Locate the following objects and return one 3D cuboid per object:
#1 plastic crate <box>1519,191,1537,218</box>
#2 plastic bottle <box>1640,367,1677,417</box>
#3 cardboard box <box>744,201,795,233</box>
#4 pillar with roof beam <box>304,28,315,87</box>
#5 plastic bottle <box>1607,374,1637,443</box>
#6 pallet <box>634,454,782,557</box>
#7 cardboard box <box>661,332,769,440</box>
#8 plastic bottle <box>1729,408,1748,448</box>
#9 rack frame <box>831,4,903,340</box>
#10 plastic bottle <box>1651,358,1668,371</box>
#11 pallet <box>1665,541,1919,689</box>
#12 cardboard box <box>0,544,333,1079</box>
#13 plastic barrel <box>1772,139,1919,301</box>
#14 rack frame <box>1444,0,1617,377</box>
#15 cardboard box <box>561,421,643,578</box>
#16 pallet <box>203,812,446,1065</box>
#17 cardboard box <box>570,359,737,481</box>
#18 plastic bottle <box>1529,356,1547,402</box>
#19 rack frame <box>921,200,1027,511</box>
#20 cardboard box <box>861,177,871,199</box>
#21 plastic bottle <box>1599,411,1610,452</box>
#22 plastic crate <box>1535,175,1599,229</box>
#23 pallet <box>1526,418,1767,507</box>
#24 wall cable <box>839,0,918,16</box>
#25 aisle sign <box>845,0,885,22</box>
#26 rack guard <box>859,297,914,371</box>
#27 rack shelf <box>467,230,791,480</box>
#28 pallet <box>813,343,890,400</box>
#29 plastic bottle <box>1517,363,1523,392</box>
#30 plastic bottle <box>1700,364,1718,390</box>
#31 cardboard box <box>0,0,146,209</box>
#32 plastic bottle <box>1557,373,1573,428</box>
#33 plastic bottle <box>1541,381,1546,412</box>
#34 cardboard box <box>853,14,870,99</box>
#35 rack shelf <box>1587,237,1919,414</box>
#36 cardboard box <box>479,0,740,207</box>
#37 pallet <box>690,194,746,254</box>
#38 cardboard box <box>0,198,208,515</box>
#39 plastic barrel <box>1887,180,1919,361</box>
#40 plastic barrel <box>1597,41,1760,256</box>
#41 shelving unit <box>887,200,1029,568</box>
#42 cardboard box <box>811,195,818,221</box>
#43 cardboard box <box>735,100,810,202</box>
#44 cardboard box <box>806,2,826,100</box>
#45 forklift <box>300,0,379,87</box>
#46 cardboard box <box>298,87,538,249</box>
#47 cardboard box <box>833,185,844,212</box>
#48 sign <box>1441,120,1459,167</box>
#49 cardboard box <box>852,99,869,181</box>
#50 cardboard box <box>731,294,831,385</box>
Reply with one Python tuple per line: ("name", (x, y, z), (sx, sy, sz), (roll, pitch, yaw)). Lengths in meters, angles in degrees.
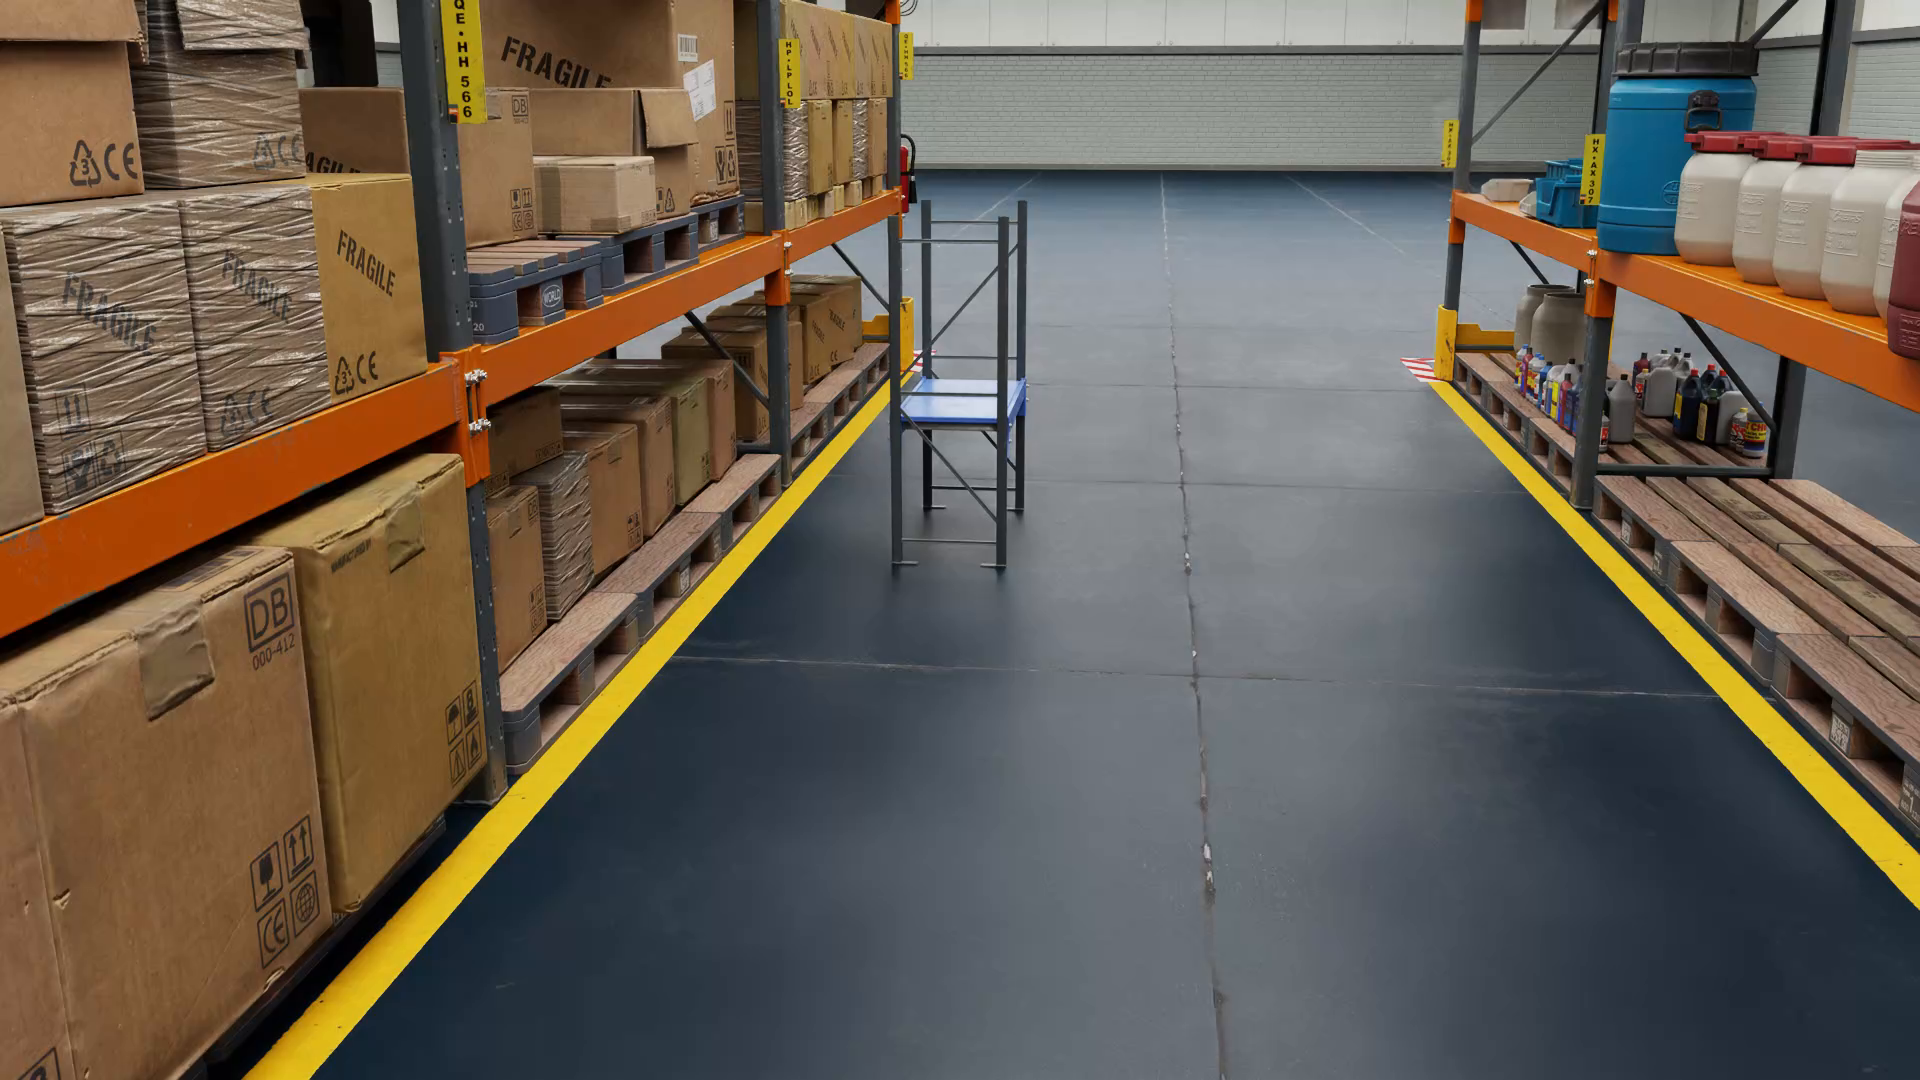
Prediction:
("plastic crate", (3.468, -1.896, 9.432), (0.530, 0.136, 0.437), (2, 15, 6))
("plastic bottle", (3.959, -0.846, 9.421), (0.152, 0.276, 0.135), (2, 15, 6))
("cardboard box", (-1.062, -1.666, 8.558), (0.380, 0.149, 0.250), (2, 15, 6))
("pillar with roof beam", (-9.702, -12.055, 35.004), (9.100, 9.000, 0.400), (2, 15, 6))
("plastic bottle", (3.466, -0.700, 8.734), (0.144, 0.351, 0.185), (2, 15, 6))
("pallet", (-1.472, -0.192, 7.969), (1.003, 0.211, 1.213), (2, 15, 6))
("cardboard box", (-1.300, -0.839, 9.003), (0.500, 0.500, 0.500), (1, 15, 5))
("plastic bottle", (4.030, -0.579, 8.573), (0.097, 0.201, 0.097), (0, 15, 0))
("rack frame", (-0.934, -2.778, 12.189), (1.000, 3.000, 0.127), (2, 15, 6))
("plastic bottle", (4.144, -0.940, 9.766), (0.152, 0.276, 0.135), (1, 15, 5))
("pallet", (3.351, 0.274, 6.246), (1.003, 0.211, 1.213), (2, 15, 6))
("cardboard box", (-2.043, 0.529, 3.224), (1.225, 0.875, 0.875), (2, 15, 6))
("plastic barrel", (3.079, -1.116, 5.782), (0.433, 0.535, 0.433), (0, 15, 0))
("rack frame", (3.987, -2.632, 11.649), (1.000, 3.000, 0.127), (2, 15, 6))
("cardboard box", (-1.674, -0.175, 6.507), (0.700, 0.500, 0.500), (3, 15, 11))
("pallet", (-2.001, 0.845, 4.131), (1.003, 0.211, 1.213), (2, 15, 6))
("cardboard box", (-1.476, -0.588, 8.034), (0.700, 0.500, 0.500), (1, 15, 2))
("plastic bottle", (3.423, -0.951, 9.818), (0.097, 0.271, 0.097), (0, 15, 0))
("rack frame", (0.067, -0.878, 8.036), (0.500, 1.500, 0.032), (2, 15, 6))
("cardboard box", (-0.810, -2.381, 11.203), (0.380, 0.149, 0.250), (2, 15, 6))
("plastic bottle", (3.267, -0.559, 8.502), (0.097, 0.201, 0.097), (0, 15, 0))
("plastic crate", (3.391, -1.818, 8.923), (0.499, 0.251, 0.616), (2, 15, 6))
("pallet", (3.653, -0.421, 8.816), (1.003, 0.211, 1.213), (2, 15, 6))
("wall cable", (-2.225, -15.821, 42.416), (2.305, 6.003, 0.169), (2, 15, 6))
("aisle sign", (-0.629, -4.040, 11.876), (0.394, 0.787, 0.004), (2, 15, 6))
("rack guard", (-0.943, -1.552, 12.442), (1.175, 0.500, 0.348), (2, 15, 6))
("rack shelf", (-1.611, -0.874, 6.528), (1.077, 0.370, 4.000), (2, 15, 6))
("pallet", (-1.069, -1.202, 11.705), (1.003, 0.211, 1.213), (2, 15, 6))
("plastic bottle", (3.461, -1.006, 10.153), (0.097, 0.201, 0.097), (0, 15, 0))
("plastic bottle", (4.061, -0.774, 9.011), (0.144, 0.351, 0.185), (1, 15, 4))
("cardboard box", (-2.012, -0.877, 3.047), (0.797, 0.503, 0.637), (2, 15, 8))
("plastic bottle", (3.321, -0.764, 9.104), (0.061, 0.283, 0.133), (3, 15, 10))
("plastic bottle", (3.389, -0.839, 9.535), (0.097, 0.201, 0.097), (0, 15, 0))
("cardboard box", (-0.860, -3.043, 10.492), (0.500, 0.500, 0.500), (2, 15, 6))
("rack shelf", (3.310, -0.729, 5.988), (1.077, 0.370, 4.000), (2, 15, 6))
("cardboard box", (-1.614, -2.031, 7.472), (1.000, 1.000, 1.000), (2, 15, 7))
("pallet", (-1.616, -1.454, 7.660), (1.003, 0.211, 1.213), (2, 15, 6))
("cardboard box", (-1.764, -0.352, 3.026), (0.500, 0.500, 0.500), (1, 15, 4))
("plastic barrel", (2.836, -0.752, 4.436), (0.600, 0.536, 0.708), (2, 15, 6))
("plastic barrel", (3.191, -1.745, 7.410), (0.600, 0.901, 0.708), (2, 15, 6))
("shelving unit", (0.010, -0.746, 7.548), (0.538, 1.500, 1.048), (2, 15, 6))
("cardboard box", (-1.002, -1.861, 9.280), (0.380, 0.149, 0.250), (2, 15, 6))
("cardboard box", (-1.273, -2.047, 8.725), (0.875, 0.500, 0.500), (2, 15, 6))
("cardboard box", (-1.027, -2.654, 9.053), (0.500, 0.500, 0.500), (2, 15, 6))
("forklift", (-3.368, -1.519, 7.665), (1.130, 2.935, 3.031), (3, 15, 10))
("cardboard box", (-1.852, -1.243, 5.516), (0.700, 0.500, 0.500), (4, 16, 15))
("cardboard box", (-0.906, -2.056, 9.999), (0.380, 0.149, 0.250), (2, 15, 6))
("sign", (3.441, -2.783, 11.677), (0.100, 0.325, 0.005), (2, 15, 6))
("cardboard box", (-1.060, -2.566, 10.645), (0.875, 0.500, 0.500), (2, 15, 6))
("cardboard box", (-1.144, -1.295, 10.688), (0.500, 0.500, 0.500), (3, 15, 11))
